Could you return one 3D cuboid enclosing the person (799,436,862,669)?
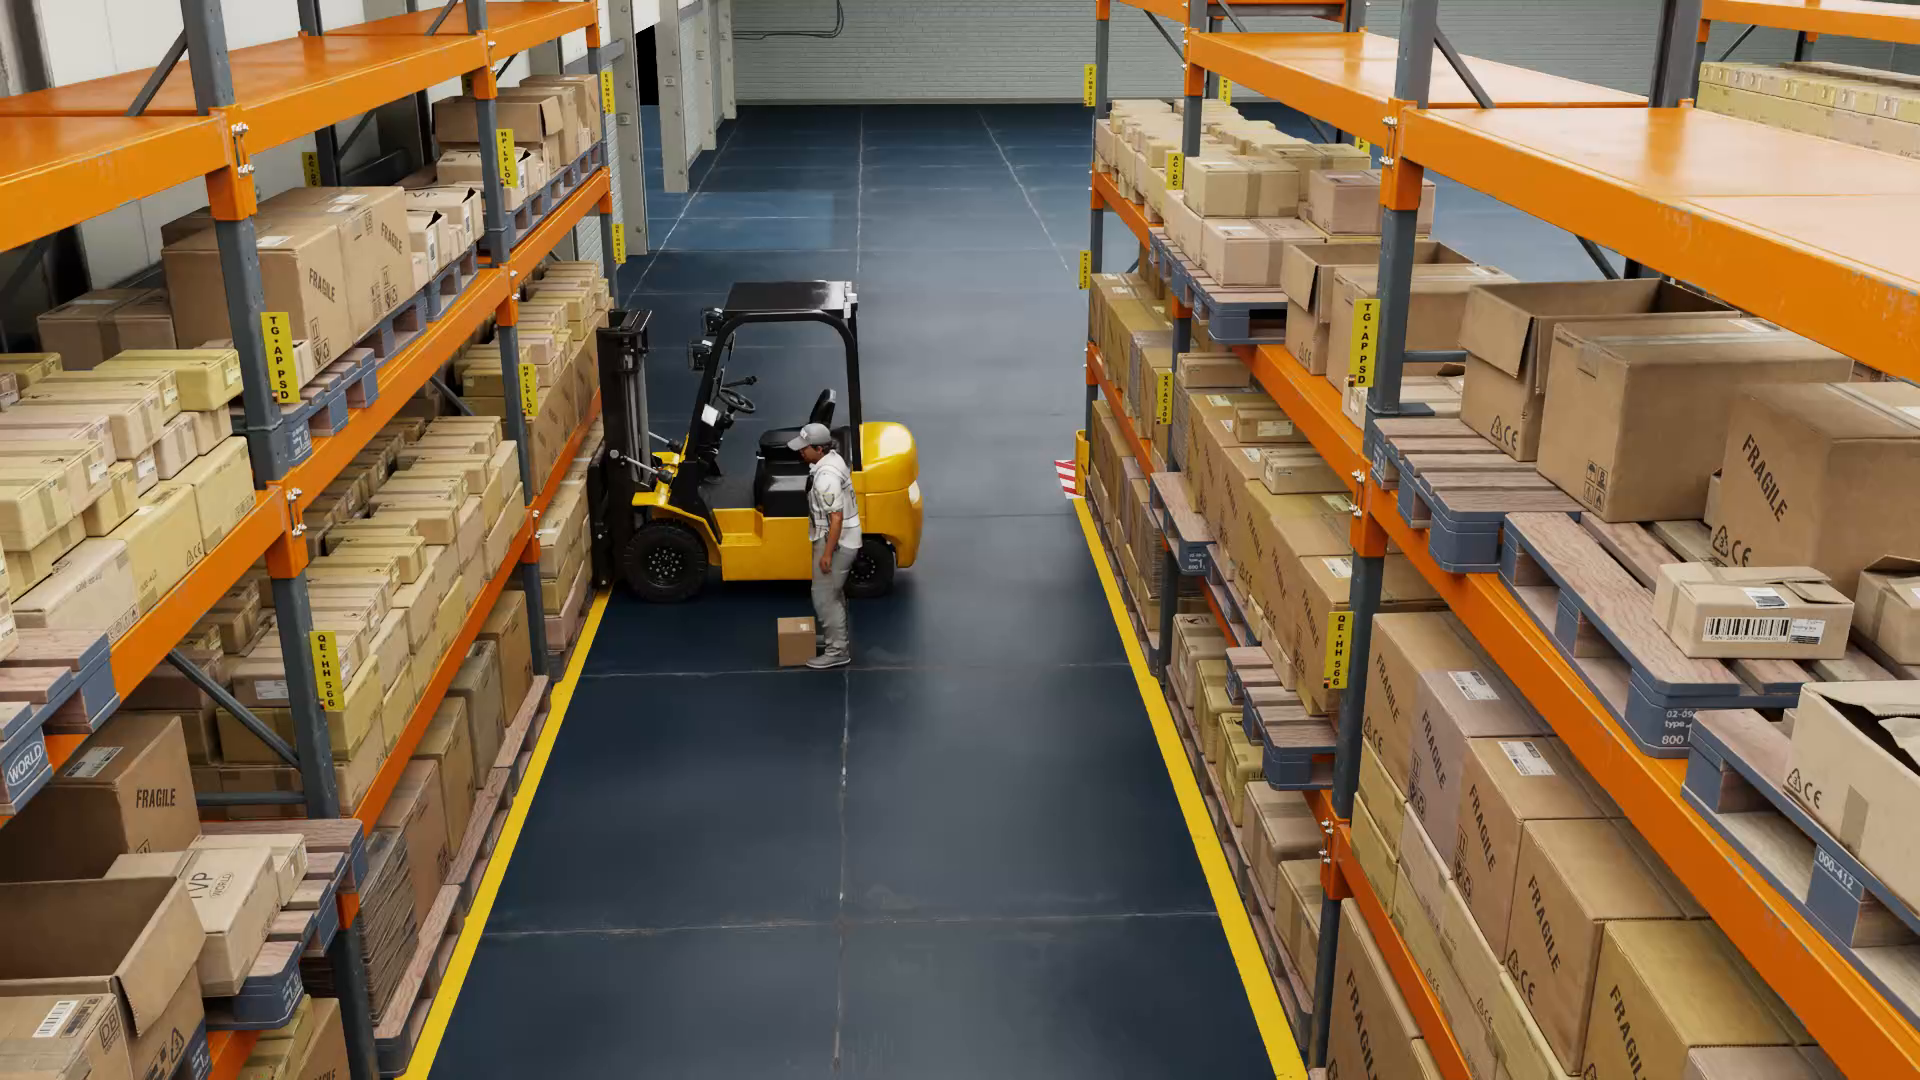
[{"bbox_3d":[-0.853,0.022,11.030,0.399,1.652,0.564,-2,21,-6],"label":"person"}]
